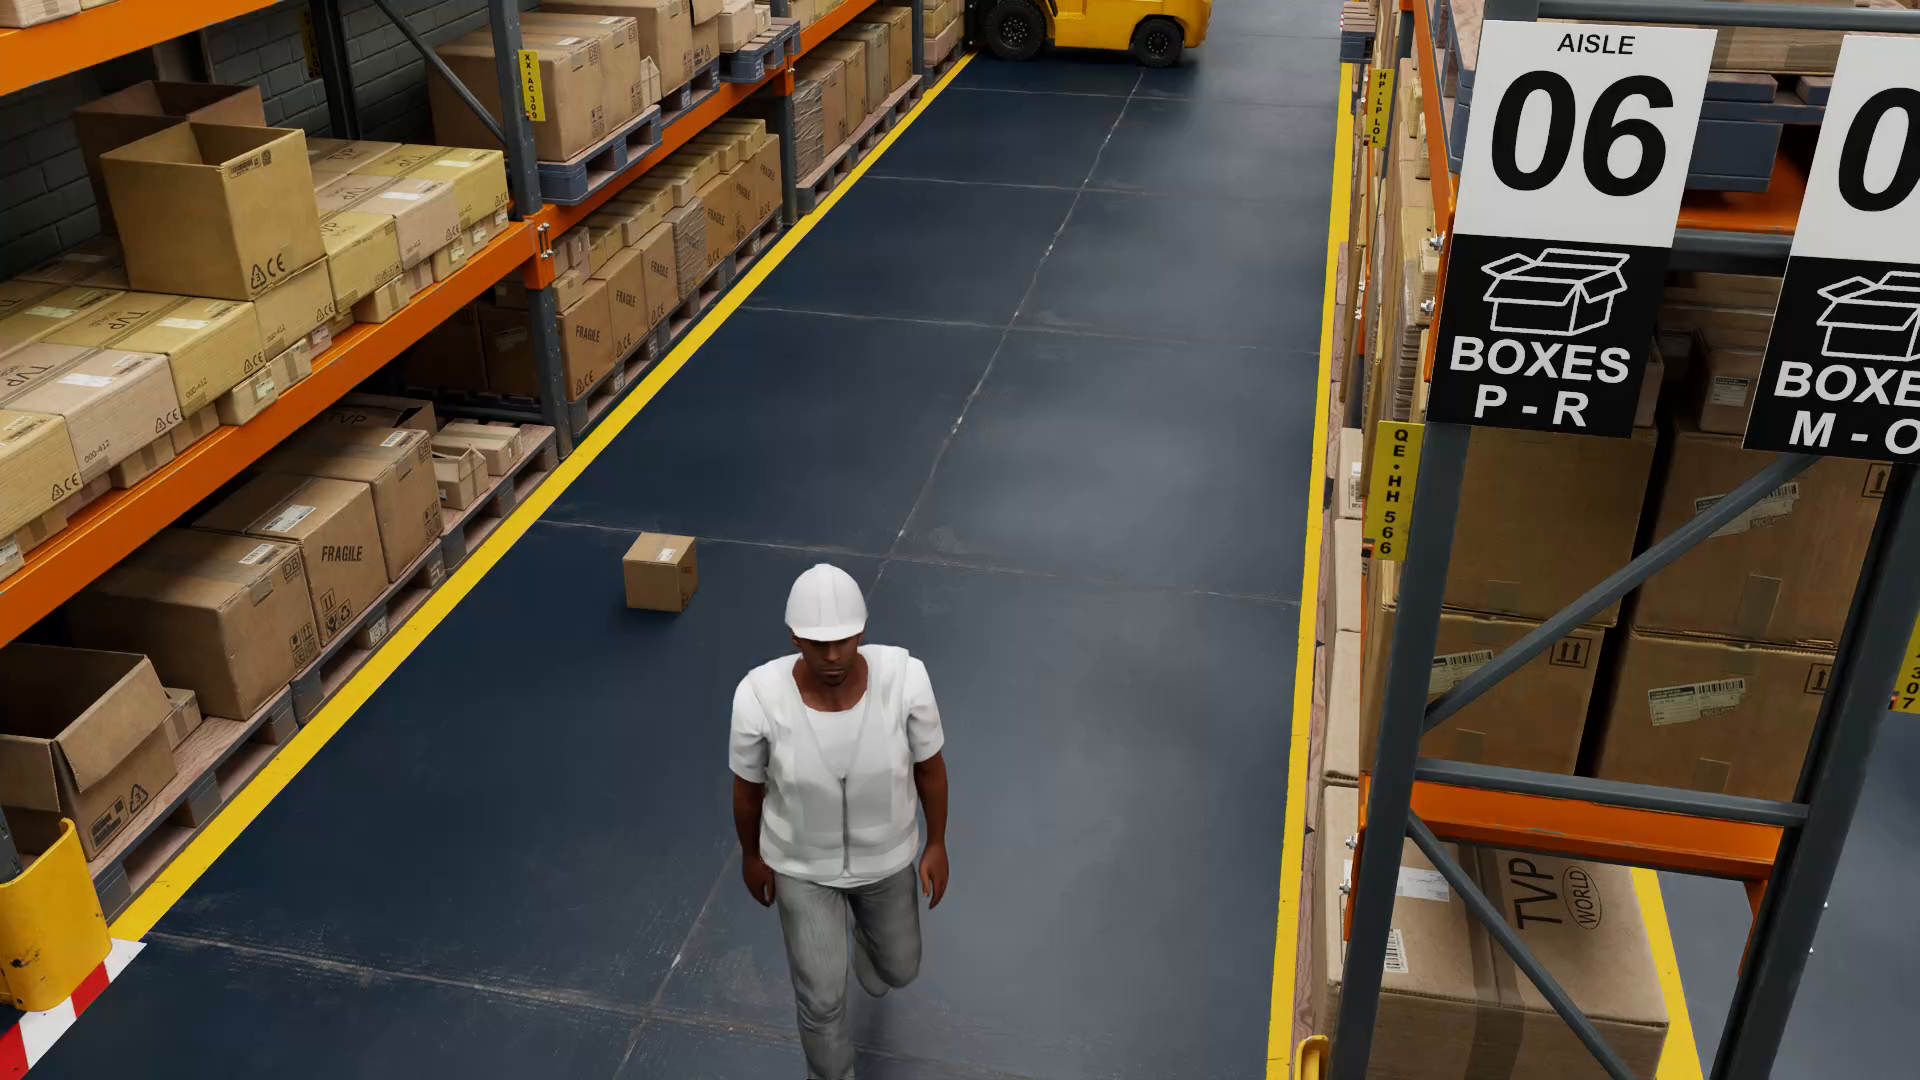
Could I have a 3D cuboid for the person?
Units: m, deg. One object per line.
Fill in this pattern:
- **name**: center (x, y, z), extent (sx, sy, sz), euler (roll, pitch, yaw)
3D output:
- **person**: center (-0.325, 0.824, 4.572), extent (0.579, 1.753, 0.819), euler (-5, 29, -10)
